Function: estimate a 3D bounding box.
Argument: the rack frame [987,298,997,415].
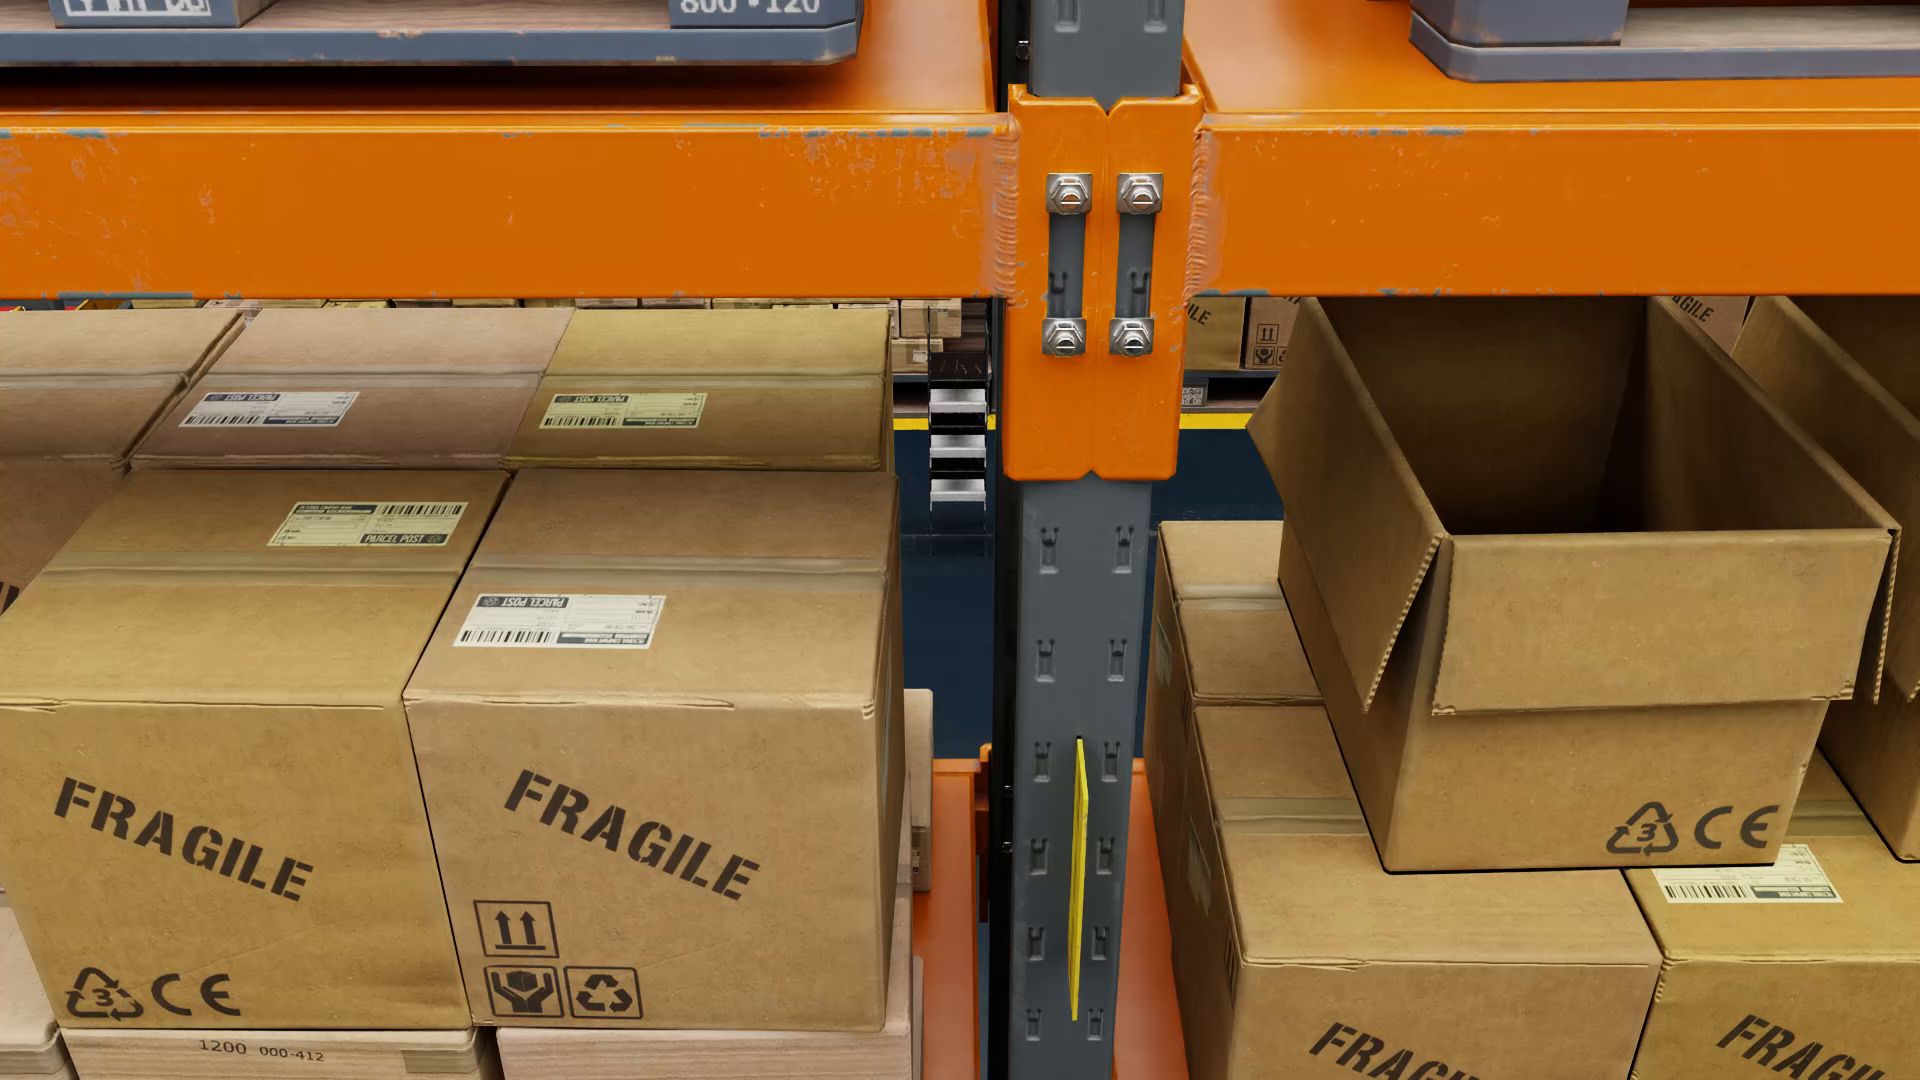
[{"bbox_3d":[0.195,-2.080,6.787,0.127,3.000,1.000,0,31,0],"label":"rack frame"}]

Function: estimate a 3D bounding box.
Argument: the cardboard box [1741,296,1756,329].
[{"bbox_3d":[3.538,-1.066,7.120,0.500,0.500,0.500,0,31,-1],"label":"cardboard box"}]

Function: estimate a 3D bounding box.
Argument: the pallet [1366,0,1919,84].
[{"bbox_3d":[1.040,-0.736,1.864,1.217,0.209,0.805,-1,31,-2],"label":"pallet"}]

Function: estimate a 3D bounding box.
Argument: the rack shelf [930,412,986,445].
[{"bbox_3d":[-0.008,-0.433,5.987,0.200,0.077,0.258,0,31,0],"label":"rack shelf"}]

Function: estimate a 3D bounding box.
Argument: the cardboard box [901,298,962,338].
[{"bbox_3d":[-0.118,-1.002,7.067,0.250,0.149,0.380,0,31,1],"label":"cardboard box"}]

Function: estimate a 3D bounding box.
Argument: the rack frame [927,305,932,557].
[{"bbox_3d":[-0.110,-0.384,6.016,0.006,0.900,0.240,0,31,0],"label":"rack frame"}]

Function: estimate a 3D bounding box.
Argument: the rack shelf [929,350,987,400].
[{"bbox_3d":[-0.008,-0.587,5.894,0.200,0.077,0.258,0,31,0],"label":"rack shelf"}]

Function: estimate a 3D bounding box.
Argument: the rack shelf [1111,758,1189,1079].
[{"bbox_3d":[2.124,0.794,2.743,4.000,0.370,1.077,0,31,0],"label":"rack shelf"}]

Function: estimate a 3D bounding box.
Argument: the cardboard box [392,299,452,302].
[{"bbox_3d":[-2.227,-1.145,7.016,0.250,0.149,0.380,1,31,2],"label":"cardboard box"}]

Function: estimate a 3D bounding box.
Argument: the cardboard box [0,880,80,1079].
[{"bbox_3d":[-1.344,0.572,2.273,0.500,0.250,0.500,0,31,1],"label":"cardboard box"}]

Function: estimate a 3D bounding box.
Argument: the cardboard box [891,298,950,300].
[{"bbox_3d":[-0.159,-1.159,7.039,0.250,0.149,0.380,1,31,1],"label":"cardboard box"}]

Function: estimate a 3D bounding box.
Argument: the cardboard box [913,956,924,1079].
[{"bbox_3d":[-0.179,0.771,2.329,0.250,0.149,0.380,0,31,0],"label":"cardboard box"}]

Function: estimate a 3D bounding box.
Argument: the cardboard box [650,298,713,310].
[{"bbox_3d":[-1.163,-1.024,7.103,0.250,0.149,0.380,1,31,1],"label":"cardboard box"}]

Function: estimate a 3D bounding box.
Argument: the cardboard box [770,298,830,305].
[{"bbox_3d":[-0.664,-1.133,6.996,0.250,0.149,0.380,0,31,-1],"label":"cardboard box"}]

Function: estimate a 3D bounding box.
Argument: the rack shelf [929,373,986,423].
[{"bbox_3d":[-0.008,-0.510,5.940,0.200,0.077,0.258,0,31,0],"label":"rack shelf"}]

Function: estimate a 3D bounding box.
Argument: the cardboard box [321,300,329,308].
[{"bbox_3d":[-2.761,-1.042,7.133,0.250,0.149,0.380,0,31,0],"label":"cardboard box"}]

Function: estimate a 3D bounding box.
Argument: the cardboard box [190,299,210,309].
[{"bbox_3d":[-3.280,-1.024,7.103,0.250,0.149,0.380,1,31,2],"label":"cardboard box"}]

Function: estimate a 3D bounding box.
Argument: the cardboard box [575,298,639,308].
[{"bbox_3d":[-1.463,-1.117,6.969,0.250,0.149,0.380,-1,31,-2],"label":"cardboard box"}]

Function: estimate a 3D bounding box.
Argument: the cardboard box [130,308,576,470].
[{"bbox_3d":[-0.849,-0.024,2.533,0.500,0.500,0.500,0,31,0],"label":"cardboard box"}]

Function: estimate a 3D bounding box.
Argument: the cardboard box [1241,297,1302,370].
[{"bbox_3d":[1.464,-1.058,7.108,0.500,0.500,0.500,1,31,2],"label":"cardboard box"}]

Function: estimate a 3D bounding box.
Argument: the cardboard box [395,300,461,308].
[{"bbox_3d":[-2.239,-1.037,7.124,0.250,0.149,0.380,-2,31,-3],"label":"cardboard box"}]

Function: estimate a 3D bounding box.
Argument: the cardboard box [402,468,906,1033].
[{"bbox_3d":[-0.334,0.249,2.082,0.500,0.500,0.500,1,31,1],"label":"cardboard box"}]

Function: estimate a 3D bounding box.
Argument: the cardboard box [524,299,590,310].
[{"bbox_3d":[-1.698,-1.055,7.154,0.250,0.149,0.380,1,31,2],"label":"cardboard box"}]

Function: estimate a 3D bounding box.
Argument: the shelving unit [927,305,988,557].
[{"bbox_3d":[-0.008,-0.385,6.017,0.210,0.900,0.258,0,31,0],"label":"shelving unit"}]

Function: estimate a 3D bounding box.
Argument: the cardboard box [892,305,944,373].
[{"bbox_3d":[-0.195,-0.863,7.124,0.250,0.149,0.380,0,31,0],"label":"cardboard box"}]

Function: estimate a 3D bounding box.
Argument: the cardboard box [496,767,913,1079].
[{"bbox_3d":[-0.316,0.567,2.281,0.500,0.250,0.500,-1,31,-1],"label":"cardboard box"}]

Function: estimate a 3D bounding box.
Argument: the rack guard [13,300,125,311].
[{"bbox_3d":[-3.729,-0.999,7.415,0.348,0.500,1.175,0,31,0],"label":"rack guard"}]

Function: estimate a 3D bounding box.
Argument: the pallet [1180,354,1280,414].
[{"bbox_3d":[0.973,-0.891,7.515,1.213,0.211,1.003,0,31,0],"label":"pallet"}]

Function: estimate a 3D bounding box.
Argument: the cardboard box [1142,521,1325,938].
[{"bbox_3d":[0.590,0.307,2.756,0.500,0.500,0.500,0,31,0],"label":"cardboard box"}]

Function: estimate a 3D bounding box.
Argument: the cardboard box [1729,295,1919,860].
[{"bbox_3d":[1.449,0.019,2.264,0.637,0.503,0.797,0,31,0],"label":"cardboard box"}]

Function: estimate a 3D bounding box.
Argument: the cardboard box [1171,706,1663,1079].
[{"bbox_3d":[0.585,0.578,2.309,0.500,0.500,0.500,0,31,0],"label":"cardboard box"}]

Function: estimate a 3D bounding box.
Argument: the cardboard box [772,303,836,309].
[{"bbox_3d":[-0.657,-0.985,7.038,0.250,0.149,0.380,-1,31,-2],"label":"cardboard box"}]

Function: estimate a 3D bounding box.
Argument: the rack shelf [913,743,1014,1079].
[{"bbox_3d":[-1.876,0.807,2.722,4.000,0.370,1.077,0,31,0],"label":"rack shelf"}]

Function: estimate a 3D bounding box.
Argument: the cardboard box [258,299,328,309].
[{"bbox_3d":[-2.752,-1.106,6.951,0.250,0.149,0.380,0,31,0],"label":"cardboard box"}]
